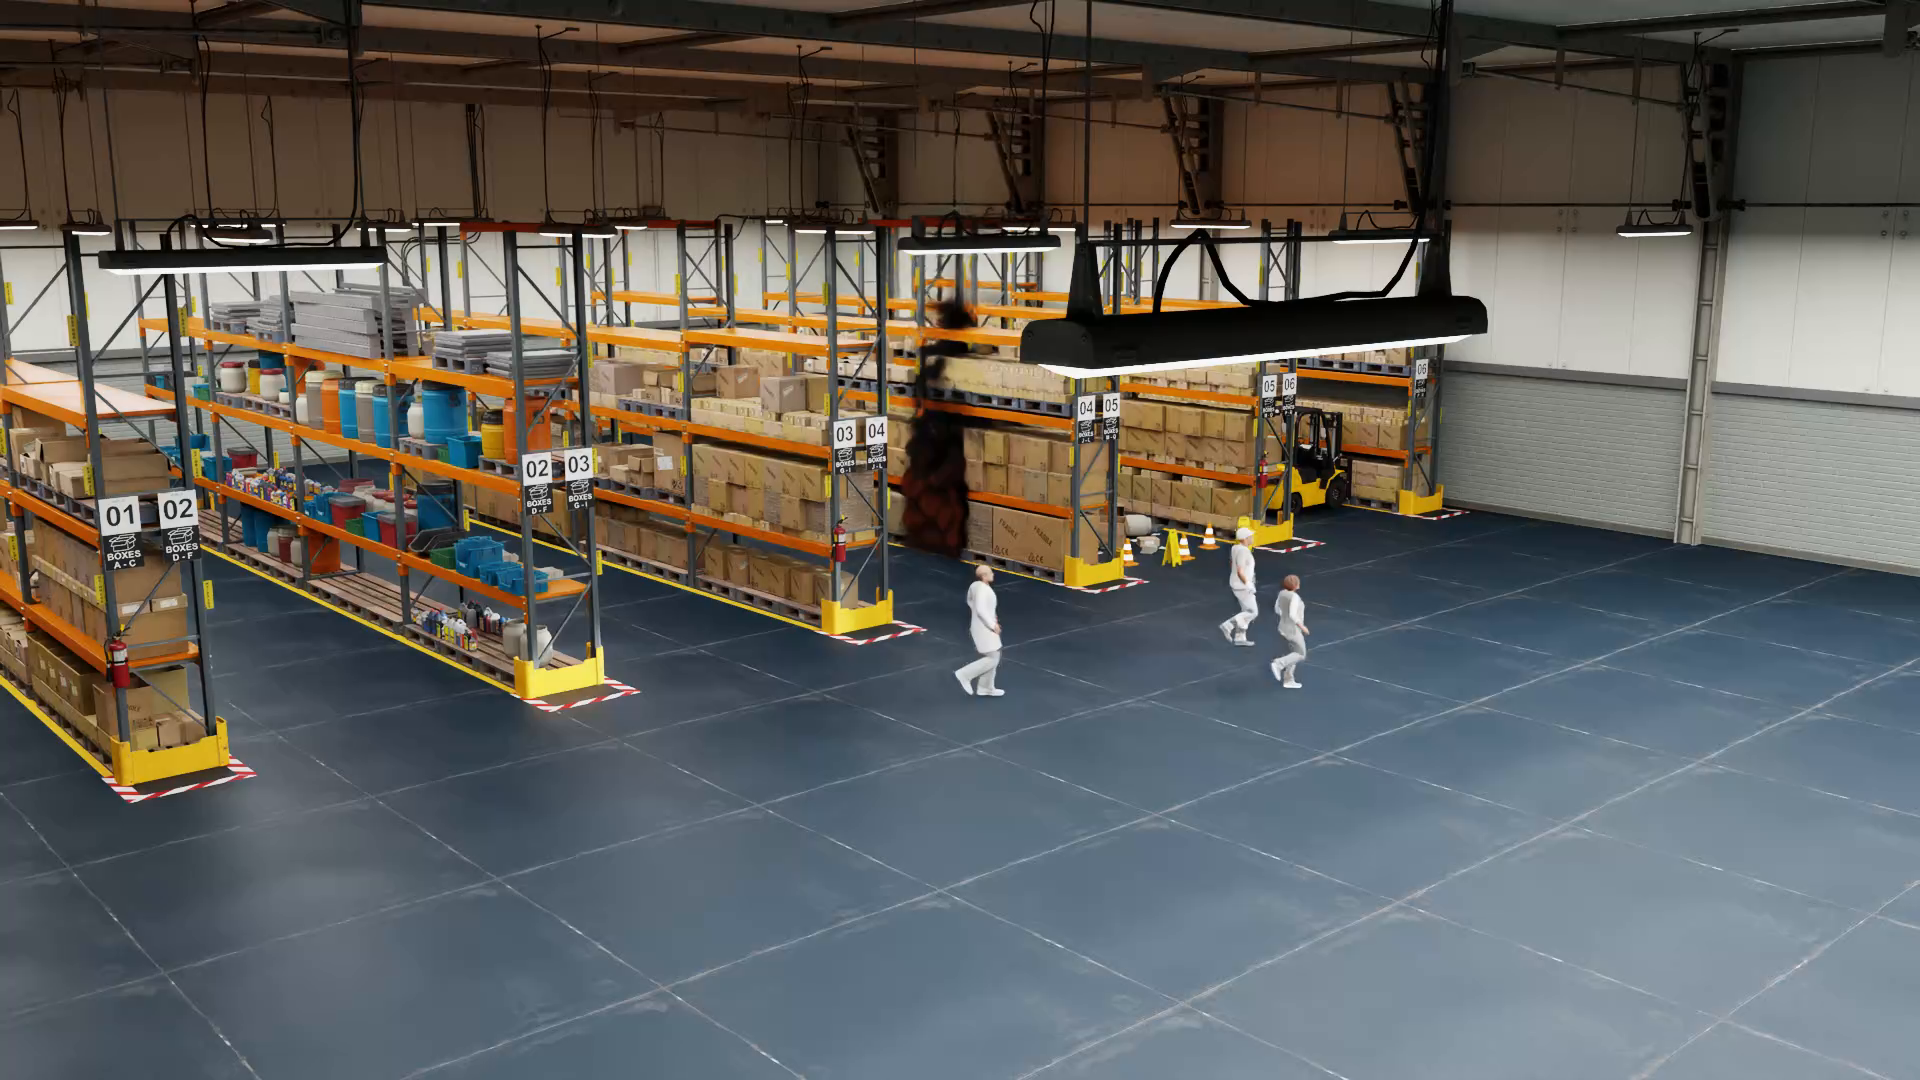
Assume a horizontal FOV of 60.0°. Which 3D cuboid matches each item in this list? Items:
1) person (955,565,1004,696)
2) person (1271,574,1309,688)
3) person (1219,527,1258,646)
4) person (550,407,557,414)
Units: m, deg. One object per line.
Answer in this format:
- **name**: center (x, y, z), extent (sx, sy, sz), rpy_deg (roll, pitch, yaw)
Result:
- **person**: center (0.253, 1.182, 21.632), extent (0.669, 1.755, 0.736), rpy_deg (-2, 12, -11)
- **person**: center (4.327, 1.216, 21.960), extent (0.549, 1.557, 0.538), rpy_deg (-4, 12, -19)
- **person**: center (4.043, 0.678, 24.108), extent (0.593, 1.756, 0.678), rpy_deg (-1, 11, -4)
- **person**: center (-10.009, -2.450, 39.931), extent (0.754, 1.585, 0.875), rpy_deg (11, 16, 43)
